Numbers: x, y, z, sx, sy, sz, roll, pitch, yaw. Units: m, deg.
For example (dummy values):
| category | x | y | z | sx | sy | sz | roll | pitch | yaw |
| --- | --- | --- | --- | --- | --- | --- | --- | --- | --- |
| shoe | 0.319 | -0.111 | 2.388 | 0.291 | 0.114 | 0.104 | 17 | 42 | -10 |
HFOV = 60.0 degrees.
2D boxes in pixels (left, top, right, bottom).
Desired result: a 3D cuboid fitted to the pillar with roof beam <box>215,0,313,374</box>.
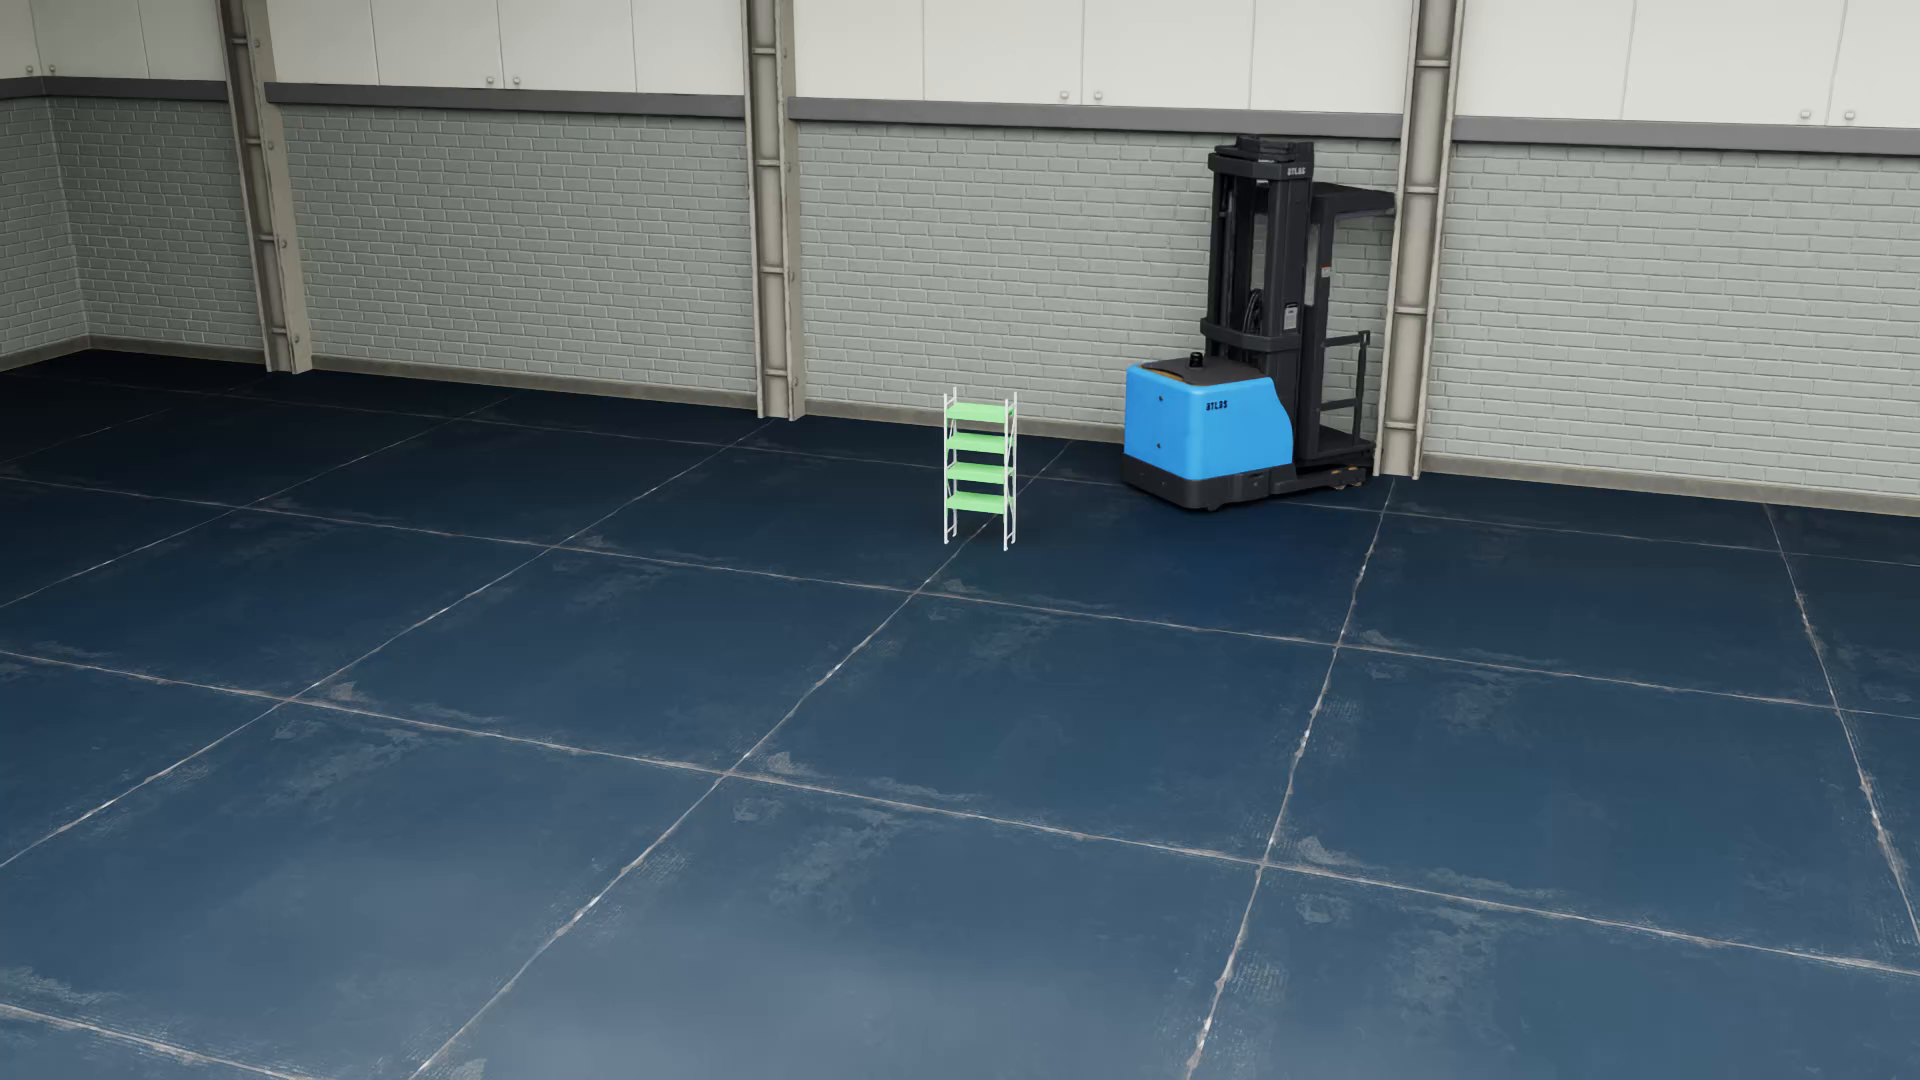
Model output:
| category | x | y | z | sx | sy | sz | roll | pitch | yaw |
| --- | --- | --- | --- | --- | --- | --- | --- | --- | --- |
| pillar with roof beam | -8.863 | -4.805 | 13.188 | 0.400 | 9.000 | 9.100 | 7 | 20 | 18 |

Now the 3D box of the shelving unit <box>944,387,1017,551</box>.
| category | x | y | z | sx | sy | sz | roll | pitch | yaw |
| --- | --- | --- | --- | --- | --- | --- | --- | --- | --- |
| shelving unit | 0.156 | -0.549 | 12.827 | 0.503 | 1.200 | 0.258 | 7 | 20 | 18 |

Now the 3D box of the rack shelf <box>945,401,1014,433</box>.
| category | x | y | z | sx | sy | sz | roll | pitch | yaw |
| --- | --- | --- | --- | --- | --- | --- | --- | --- | --- |
| rack shelf | 0.156 | -0.942 | 12.690 | 0.480 | 0.148 | 0.258 | 7 | 20 | 18 |

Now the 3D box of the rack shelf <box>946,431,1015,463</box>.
| category | x | y | z | sx | sy | sz | roll | pitch | yaw |
| --- | --- | --- | --- | --- | --- | --- | --- | --- | --- |
| rack shelf | 0.156 | -0.715 | 12.769 | 0.480 | 0.148 | 0.258 | 7 | 20 | 18 |

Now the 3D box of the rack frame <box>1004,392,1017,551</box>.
| category | x | y | z | sx | sy | sz | roll | pitch | yaw |
| --- | --- | --- | --- | --- | --- | --- | --- | --- | --- |
| rack frame | 0.387 | -0.522 | 12.752 | 0.015 | 1.200 | 0.240 | 7 | 20 | 18 |

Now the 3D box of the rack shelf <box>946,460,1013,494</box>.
| category | x | y | z | sx | sy | sz | roll | pitch | yaw |
| --- | --- | --- | --- | --- | --- | --- | --- | --- | --- |
| rack shelf | 0.156 | -0.488 | 12.848 | 0.480 | 0.148 | 0.258 | 7 | 20 | 18 |

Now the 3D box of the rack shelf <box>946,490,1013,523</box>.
| category | x | y | z | sx | sy | sz | roll | pitch | yaw |
| --- | --- | --- | --- | --- | --- | --- | --- | --- | --- |
| rack shelf | 0.156 | -0.262 | 12.927 | 0.480 | 0.148 | 0.258 | 7 | 20 | 18 |

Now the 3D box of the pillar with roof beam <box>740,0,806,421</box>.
| category | x | y | z | sx | sy | sz | roll | pitch | yaw |
| --- | --- | --- | --- | --- | --- | --- | --- | --- | --- |
| pillar with roof beam | -3.195 | -4.157 | 11.329 | 0.400 | 9.000 | 9.100 | 7 | 20 | 18 |

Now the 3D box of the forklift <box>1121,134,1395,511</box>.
| category | x | y | z | sx | sy | sz | roll | pitch | yaw |
| --- | --- | --- | --- | --- | --- | --- | --- | --- | --- |
| forklift | 2.929 | -1.956 | 14.234 | 3.031 | 2.935 | 1.130 | -11 | 22 | -28 |

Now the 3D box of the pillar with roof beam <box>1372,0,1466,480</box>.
| category | x | y | z | sx | sy | sz | roll | pitch | yaw |
| --- | --- | --- | --- | --- | --- | --- | --- | --- | --- |
| pillar with roof beam | 2.473 | -3.508 | 9.470 | 0.400 | 9.000 | 9.100 | 7 | 20 | 18 |

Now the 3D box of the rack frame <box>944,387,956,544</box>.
| category | x | y | z | sx | sy | sz | roll | pitch | yaw |
| --- | --- | --- | --- | --- | --- | --- | --- | --- | --- |
| rack frame | -0.074 | -0.575 | 12.903 | 0.015 | 1.200 | 0.240 | 7 | 20 | 18 |
